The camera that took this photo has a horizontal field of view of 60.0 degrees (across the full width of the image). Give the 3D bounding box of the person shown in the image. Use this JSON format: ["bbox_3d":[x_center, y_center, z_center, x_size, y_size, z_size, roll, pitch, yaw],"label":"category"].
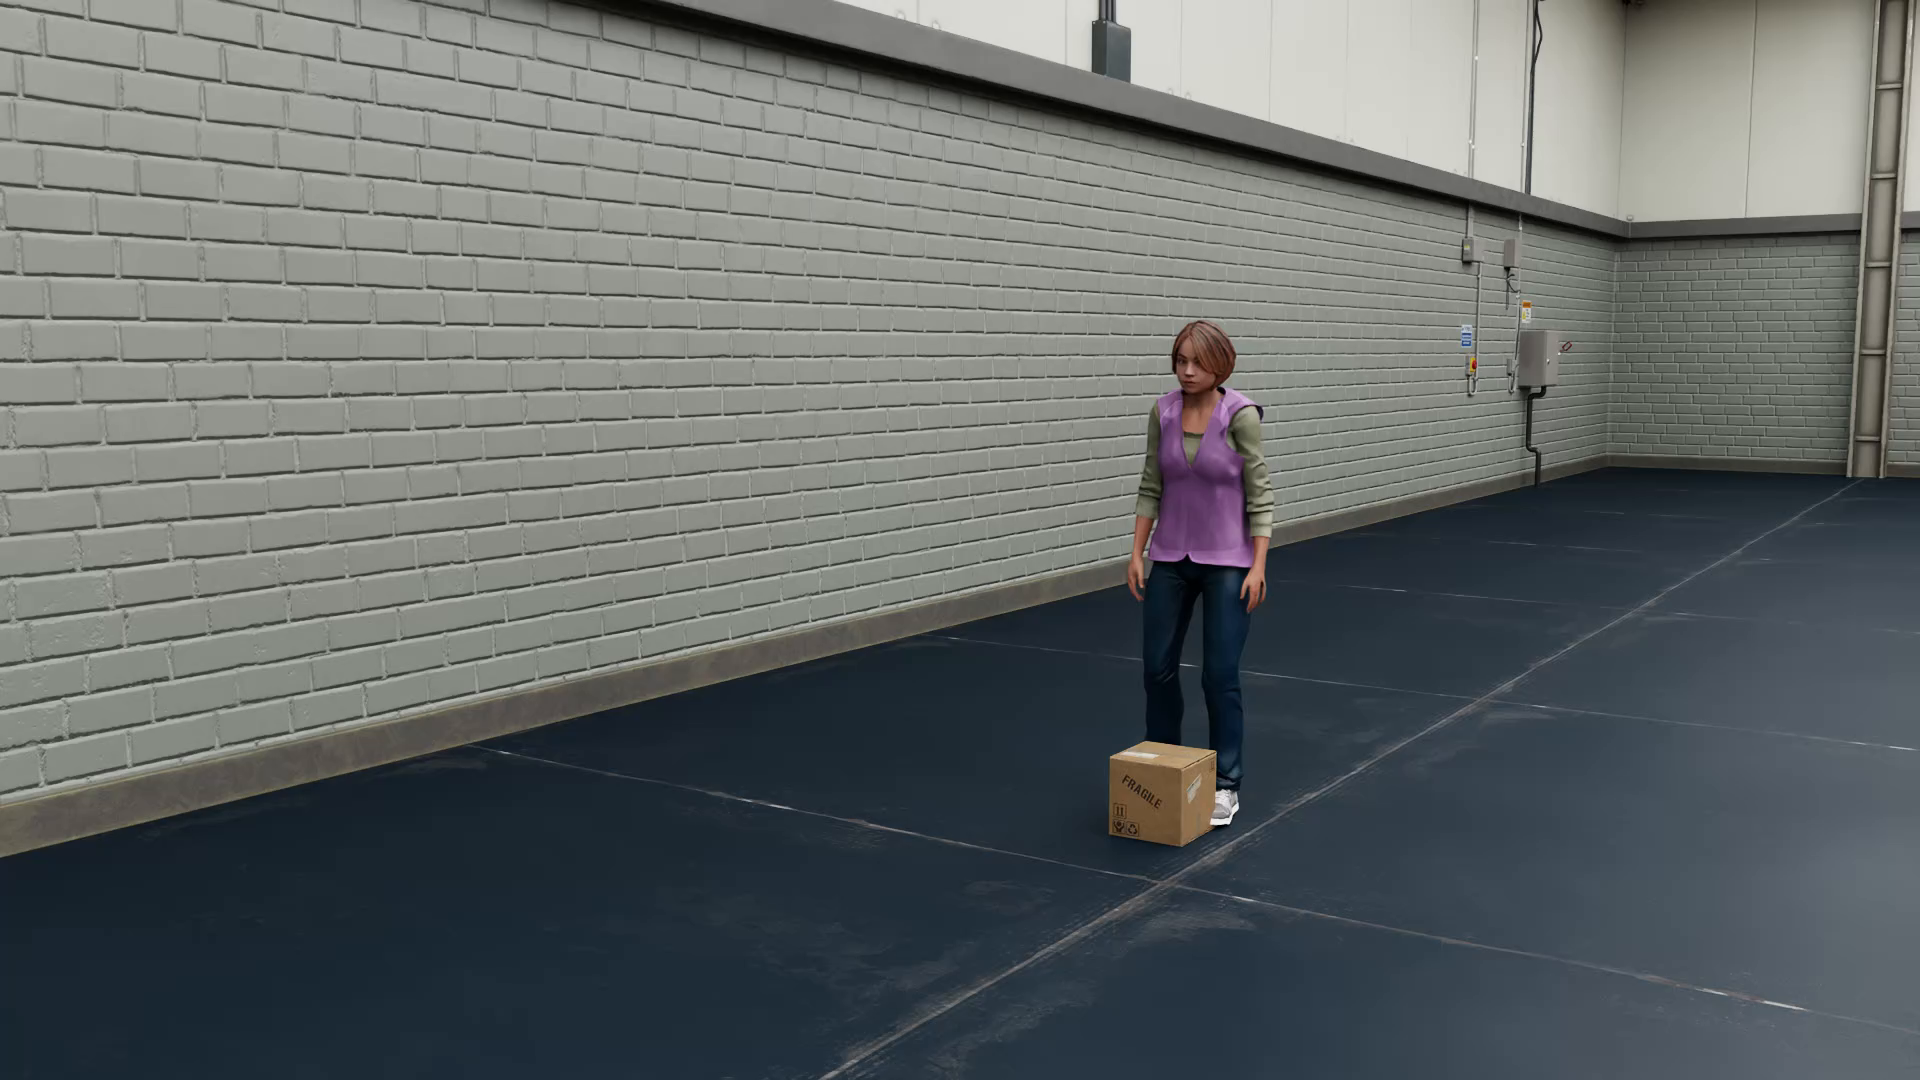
[{"bbox_3d":[0.764,0.100,5.323,0.483,1.594,0.340,4,8,31],"label":"person"}]
